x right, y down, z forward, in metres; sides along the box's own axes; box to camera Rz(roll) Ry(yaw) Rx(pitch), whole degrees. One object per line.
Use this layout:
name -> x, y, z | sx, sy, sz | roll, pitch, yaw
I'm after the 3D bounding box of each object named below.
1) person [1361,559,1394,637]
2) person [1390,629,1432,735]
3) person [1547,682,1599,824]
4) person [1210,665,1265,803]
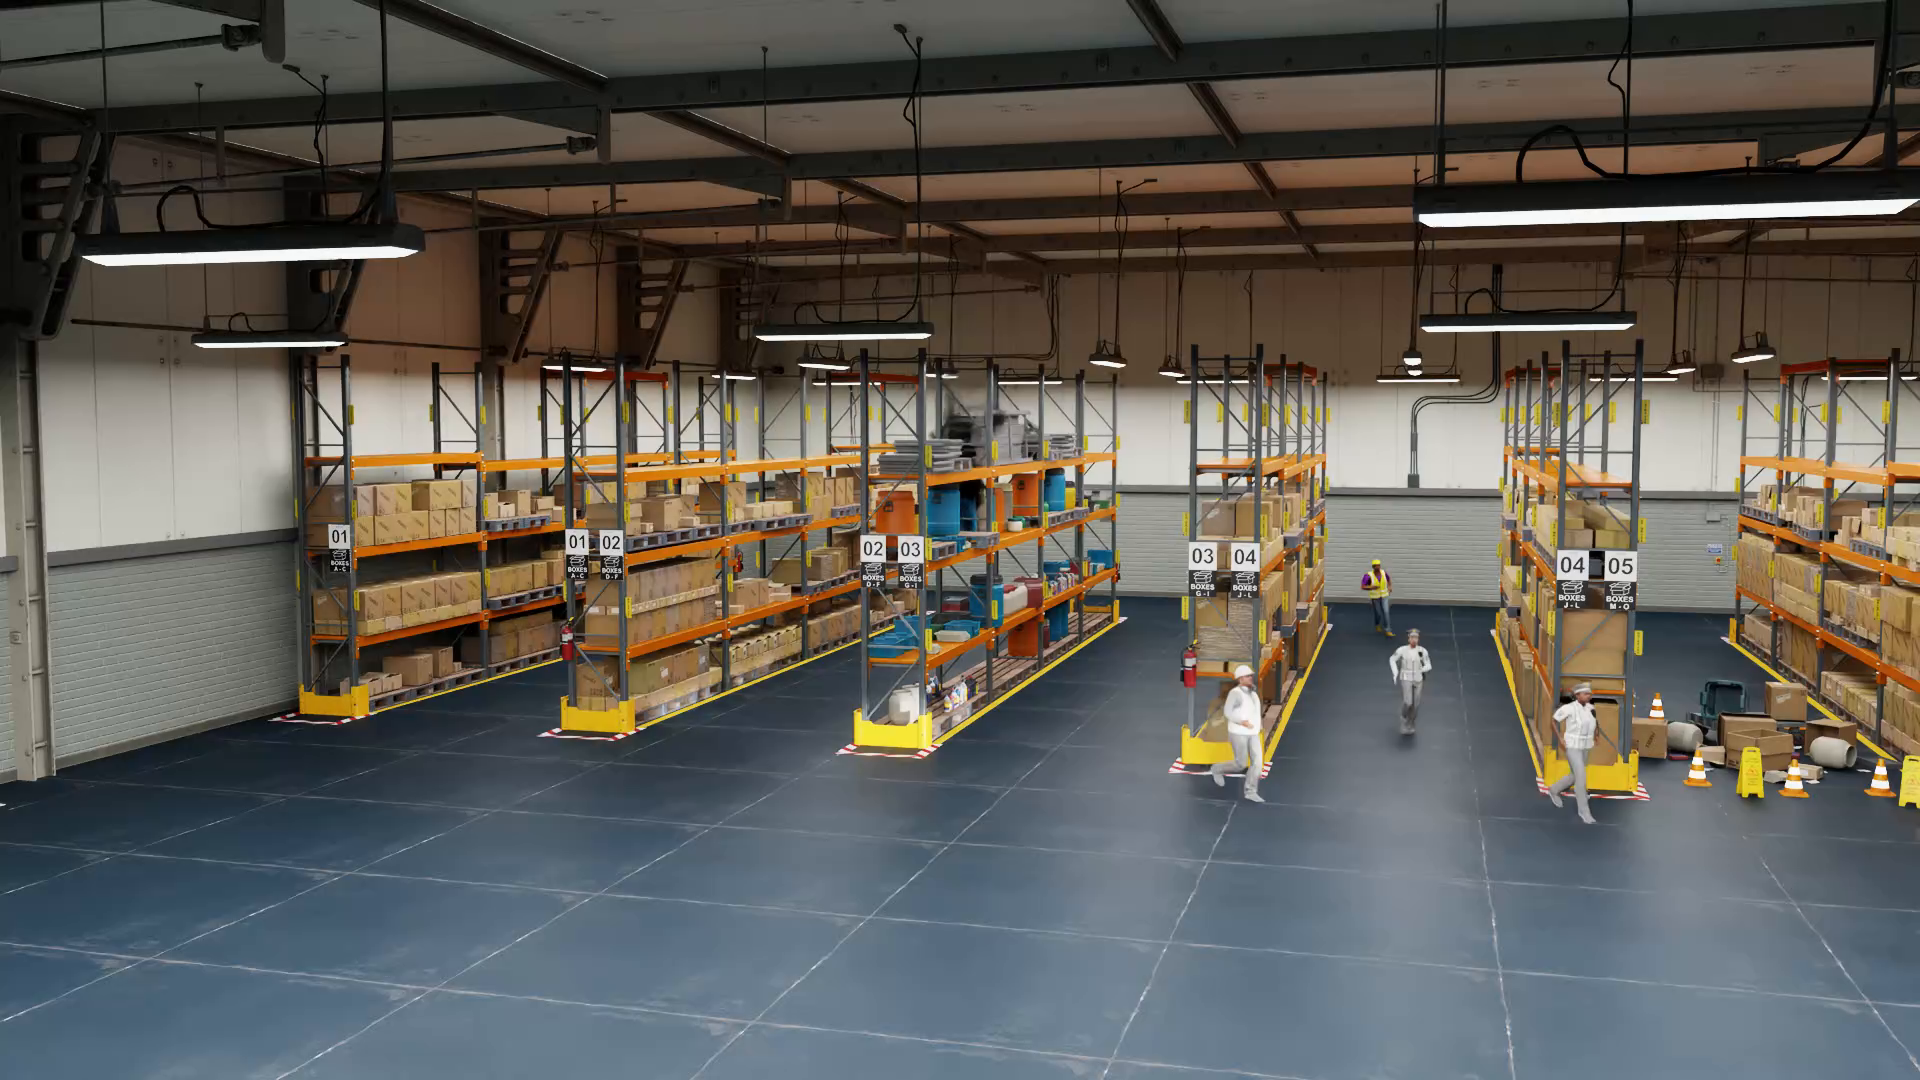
person -> 9.466, 1.297, 37.731 | 0.727, 1.720, 0.967 | 0, 4, -3
person -> 7.048, 2.215, 25.937 | 0.591, 1.665, 0.640 | 0, 4, 3
person -> 7.692, 2.615, 20.768 | 0.591, 1.722, 0.877 | -2, 5, -26
person -> 3.687, 2.515, 21.746 | 0.665, 1.768, 0.828 | -4, 6, -41
